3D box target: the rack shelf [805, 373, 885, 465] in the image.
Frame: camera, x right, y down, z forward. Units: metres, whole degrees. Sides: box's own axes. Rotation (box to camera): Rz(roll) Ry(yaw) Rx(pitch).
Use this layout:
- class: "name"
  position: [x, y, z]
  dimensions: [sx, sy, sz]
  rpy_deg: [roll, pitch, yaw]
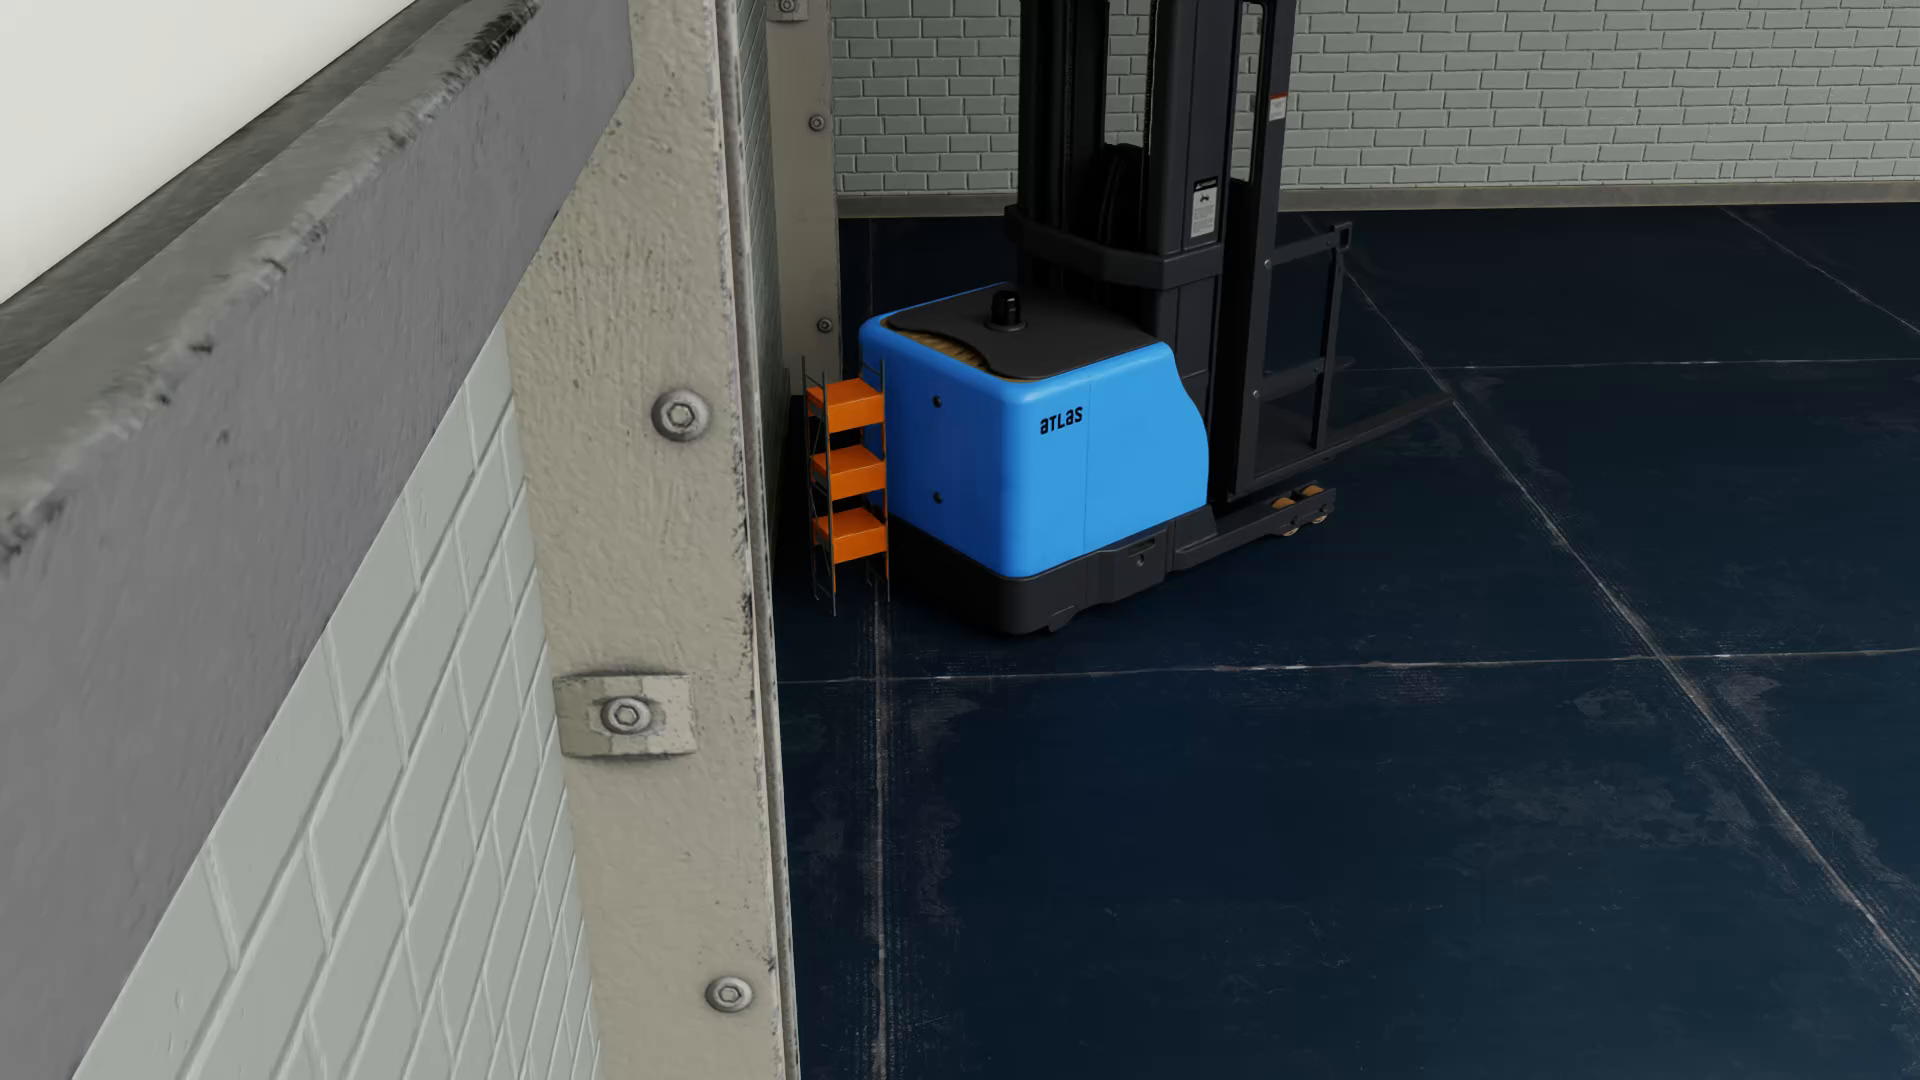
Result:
- class: "rack shelf"
  position: [-0.445, -0.469, 6.422]
  dimensions: [0.240, 0.259, 0.215]
  rpy_deg: [-15, 31, -26]

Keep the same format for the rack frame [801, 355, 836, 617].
- class: "rack frame"
  position: [-0.551, -0.198, 6.495]
  dimensions: [0.008, 1.050, 0.200]
  rpy_deg: [-15, 31, -26]

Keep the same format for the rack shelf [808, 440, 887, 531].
- class: "rack shelf"
  position: [-0.445, -0.217, 6.554]
  dimensions: [0.240, 0.259, 0.215]
  rpy_deg: [-15, 31, -26]

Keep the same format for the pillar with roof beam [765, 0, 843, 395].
- class: "pillar with roof beam"
  position: [3.519, -4.948, 7.006]
  dimensions: [9.100, 9.000, 0.400]
  rpy_deg: [-1, 28, -3]

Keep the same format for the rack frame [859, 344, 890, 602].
- class: "rack frame"
  position: [-0.339, -0.254, 6.603]
  dimensions: [0.008, 1.050, 0.200]
  rpy_deg: [-15, 31, -26]

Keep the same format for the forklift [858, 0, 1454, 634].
- class: "forklift"
  position: [1.039, -1.485, 6.927]
  dimensions: [3.031, 2.935, 1.130]
  rpy_deg: [-21, 34, -34]

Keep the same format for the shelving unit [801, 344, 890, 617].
- class: "shelving unit"
  position: [-0.445, -0.226, 6.549]
  dimensions: [0.252, 1.050, 0.215]
  rpy_deg: [-15, 31, -26]

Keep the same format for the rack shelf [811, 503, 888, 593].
- class: "rack shelf"
  position: [-0.445, 0.029, 6.682]
  dimensions: [0.240, 0.259, 0.215]
  rpy_deg: [-15, 31, -26]
